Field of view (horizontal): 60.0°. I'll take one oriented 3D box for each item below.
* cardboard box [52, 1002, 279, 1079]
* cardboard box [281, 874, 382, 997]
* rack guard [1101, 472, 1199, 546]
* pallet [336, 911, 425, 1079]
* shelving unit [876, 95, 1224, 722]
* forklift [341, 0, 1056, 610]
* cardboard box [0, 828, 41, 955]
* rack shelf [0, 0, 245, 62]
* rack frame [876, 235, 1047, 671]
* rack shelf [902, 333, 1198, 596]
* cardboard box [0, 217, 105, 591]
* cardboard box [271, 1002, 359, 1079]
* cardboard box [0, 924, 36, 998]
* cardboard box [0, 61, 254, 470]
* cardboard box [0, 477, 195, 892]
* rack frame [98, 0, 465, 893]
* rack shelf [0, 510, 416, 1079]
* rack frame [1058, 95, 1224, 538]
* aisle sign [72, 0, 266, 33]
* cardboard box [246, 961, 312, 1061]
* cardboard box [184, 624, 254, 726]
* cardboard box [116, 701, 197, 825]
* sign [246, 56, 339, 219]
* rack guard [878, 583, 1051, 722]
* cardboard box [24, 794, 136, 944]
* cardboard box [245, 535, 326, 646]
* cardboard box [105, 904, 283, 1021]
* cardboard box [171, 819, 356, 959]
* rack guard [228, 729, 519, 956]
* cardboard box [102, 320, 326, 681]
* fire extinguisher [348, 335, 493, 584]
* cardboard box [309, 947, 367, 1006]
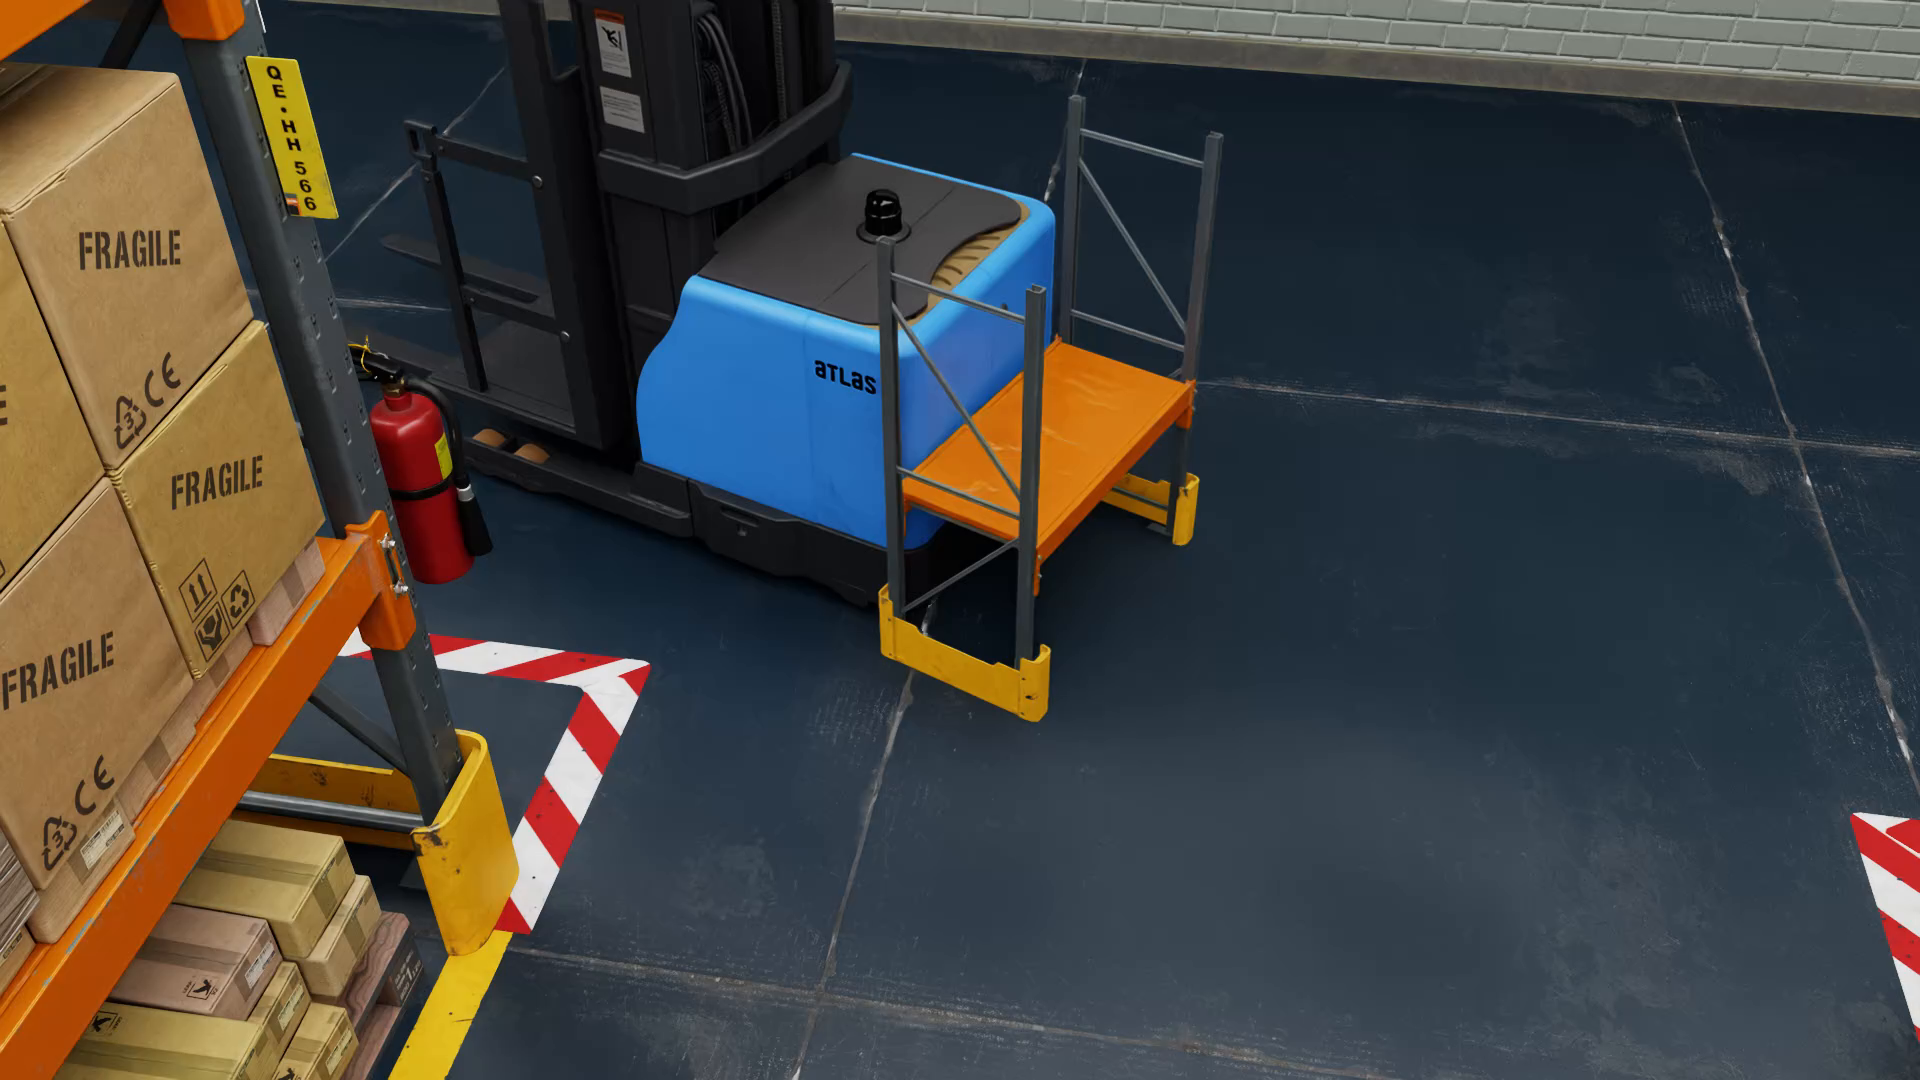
[{"bbox_3d":[-1.671,1.131,3.469,0.380,0.149,0.250,6,40,7],"label":"cardboard box"},{"bbox_3d":[-1.619,0.920,3.958,0.380,0.149,0.250,5,40,6],"label":"cardboard box"},{"bbox_3d":[0.545,-0.192,5.786,0.587,0.250,0.087,22,44,25],"label":"rack guard"},{"bbox_3d":[-1.997,1.363,3.935,1.003,0.211,1.213,6,40,8],"label":"pallet"},{"bbox_3d":[0.277,-0.407,5.065,0.587,1.500,1.083,22,44,25],"label":"shelving unit"},{"bbox_3d":[-1.216,-1.579,5.359,3.031,2.935,1.130,19,43,22],"label":"forklift"},{"bbox_3d":[-1.806,0.534,2.438,0.500,0.500,0.500,7,40,8],"label":"cardboard box"},{"bbox_3d":[-2.155,0.111,1.472,1.077,0.370,4.000,6,40,8],"label":"rack shelf"},{"bbox_3d":[-0.002,-0.129,4.729,0.500,1.500,0.032,22,44,25],"label":"rack frame"},{"bbox_3d":[0.272,-0.263,5.173,0.538,0.185,1.000,22,44,25],"label":"rack shelf"},{"bbox_3d":[-1.731,-0.171,2.506,0.500,0.500,0.500,5,40,6],"label":"cardboard box"},{"bbox_3d":[-1.639,1.198,3.855,0.380,0.149,0.250,8,40,9],"label":"cardboard box"},{"bbox_3d":[-1.791,0.703,2.742,0.380,0.149,0.250,5,40,6],"label":"cardboard box"},{"bbox_3d":[-1.643,-0.489,2.891,0.500,0.500,0.500,6,40,7],"label":"cardboard box"},{"bbox_3d":[-1.727,0.215,2.824,0.500,0.500,0.500,6,40,7],"label":"cardboard box"},{"bbox_3d":[-1.809,-0.265,3.717,1.000,3.000,0.127,6,40,8],"label":"rack frame"},{"bbox_3d":[-2.155,1.267,2.428,1.077,0.370,4.000,6,40,8],"label":"rack shelf"},{"bbox_3d":[0.546,-0.675,5.389,0.500,1.500,0.032,22,44,25],"label":"rack frame"},{"bbox_3d":[-1.501,-1.280,2.904,0.394,0.787,0.004,6,40,8],"label":"aisle sign"},{"bbox_3d":[-1.717,1.078,3.766,0.380,0.149,0.250,6,40,7],"label":"cardboard box"},{"bbox_3d":[-1.667,0.219,3.328,0.380,0.149,0.250,6,40,8],"label":"cardboard box"},{"bbox_3d":[-1.695,0.378,3.135,0.380,0.149,0.250,6,40,7],"label":"cardboard box"},{"bbox_3d":[-1.266,-0.759,3.158,0.100,0.325,0.005,6,40,8],"label":"sign"},{"bbox_3d":[0.009,0.343,5.139,0.587,0.250,0.087,22,44,25],"label":"rack guard"},{"bbox_3d":[-1.717,0.541,2.939,0.380,0.149,0.250,7,40,9],"label":"cardboard box"},{"bbox_3d":[-1.587,0.067,3.511,0.380,0.149,0.250,6,40,8],"label":"cardboard box"},{"bbox_3d":[-1.751,0.954,3.683,0.380,0.149,0.250,7,40,9],"label":"cardboard box"},{"bbox_3d":[-1.651,0.803,3.866,0.380,0.149,0.250,7,40,8],"label":"cardboard box"},{"bbox_3d":[-1.822,0.746,4.455,1.175,0.500,0.348,6,40,8],"label":"rack guard"},{"bbox_3d":[-1.633,-0.108,3.215,0.500,0.500,0.500,7,40,9],"label":"cardboard box"},{"bbox_3d":[-1.311,-0.199,3.990,0.296,0.674,0.183,6,40,8],"label":"fire extinguisher"},{"bbox_3d":[-1.694,1.025,4.064,0.380,0.149,0.250,7,40,8],"label":"cardboard box"}]
